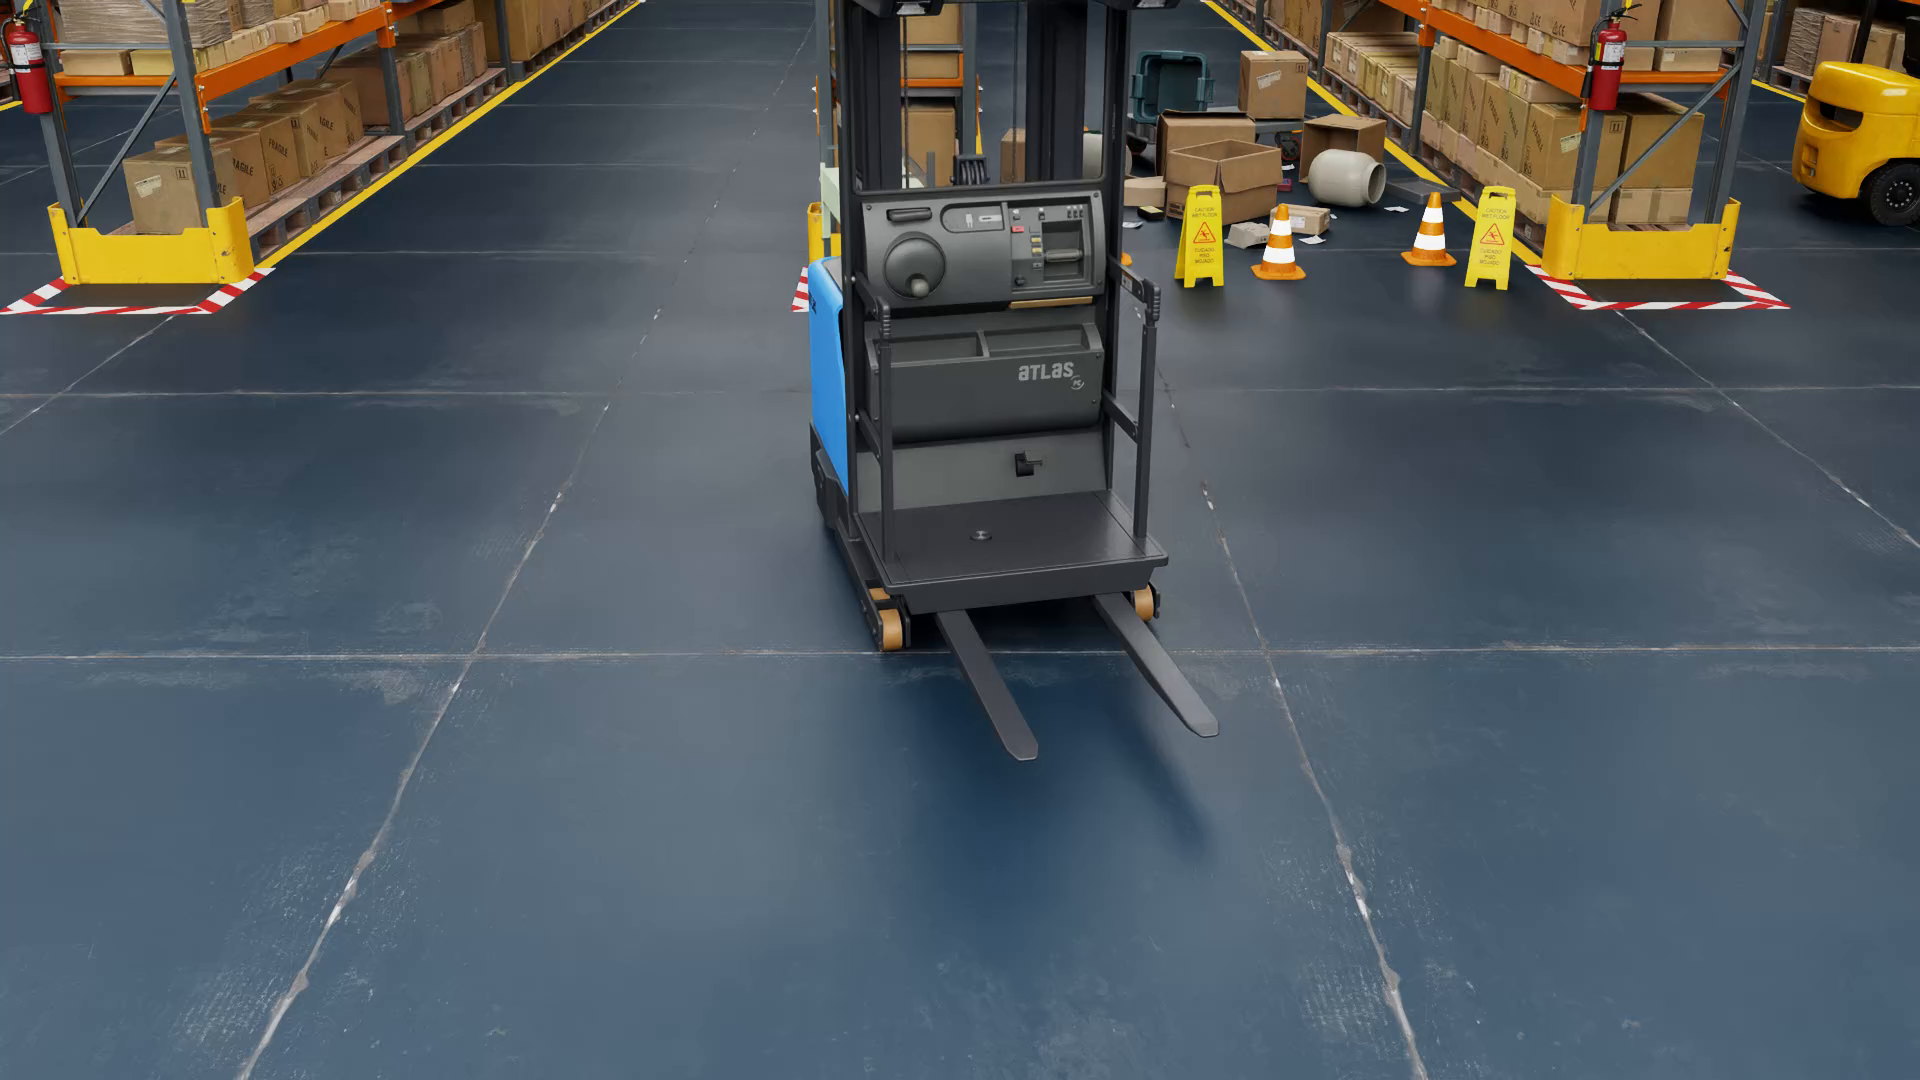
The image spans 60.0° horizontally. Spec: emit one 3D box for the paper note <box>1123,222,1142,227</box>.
[{"bbox_3d":[1.284,-2.364,12.441,0.144,0.017,0.142,8,26,18],"label":"paper note"}]

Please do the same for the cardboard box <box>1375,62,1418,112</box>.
[{"bbox_3d":[4.488,-4.299,15.795,0.950,0.372,0.625,1,24,3],"label":"cardboard box"}]

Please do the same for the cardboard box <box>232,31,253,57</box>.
[{"bbox_3d":[-5.118,-3.413,11.461,0.380,0.149,0.250,0,24,-1],"label":"cardboard box"}]

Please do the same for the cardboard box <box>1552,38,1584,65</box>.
[{"bbox_3d":[4.220,-3.287,11.182,0.380,0.149,0.250,-1,24,-1],"label":"cardboard box"}]

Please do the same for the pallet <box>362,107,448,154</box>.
[{"bbox_3d":[-5.412,-3.798,15.392,1.003,0.211,1.213,0,24,-1],"label":"pallet"}]

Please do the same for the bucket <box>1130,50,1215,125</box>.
[{"bbox_3d":[1.866,-3.884,14.326,0.726,0.611,0.620,8,16,18],"label":"bucket"}]

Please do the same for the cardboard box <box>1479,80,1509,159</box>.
[{"bbox_3d":[4.274,-3.177,12.551,0.500,0.500,0.500,-1,24,-2],"label":"cardboard box"}]

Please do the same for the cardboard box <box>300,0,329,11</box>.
[{"bbox_3d":[-5.382,-4.332,12.705,0.875,0.500,0.500,0,24,-1],"label":"cardboard box"}]

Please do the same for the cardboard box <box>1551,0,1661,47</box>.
[{"bbox_3d":[4.270,-3.548,10.972,0.500,0.500,0.500,-1,24,-1],"label":"cardboard box"}]

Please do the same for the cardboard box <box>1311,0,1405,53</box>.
[{"bbox_3d":[4.539,-5.949,18.833,0.875,0.875,0.875,0,24,-1],"label":"cardboard box"}]

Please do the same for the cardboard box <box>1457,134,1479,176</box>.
[{"bbox_3d":[4.270,-3.048,13.177,0.500,0.250,0.500,-1,24,-1],"label":"cardboard box"}]

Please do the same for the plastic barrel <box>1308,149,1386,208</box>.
[{"bbox_3d":[3.015,-2.815,12.960,0.512,0.421,0.421,19,30,35],"label":"plastic barrel"}]

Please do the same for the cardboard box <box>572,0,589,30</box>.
[{"bbox_3d":[-5.462,-7.004,21.165,1.225,0.875,0.875,0,24,0],"label":"cardboard box"}]

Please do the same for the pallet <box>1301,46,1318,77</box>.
[{"bbox_3d":[4.531,-5.496,19.145,1.003,0.211,1.213,0,24,-1],"label":"pallet"}]

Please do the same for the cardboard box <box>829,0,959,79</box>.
[{"bbox_3d":[-0.447,-3.302,10.728,0.875,0.550,0.550,0,24,-1],"label":"cardboard box"}]

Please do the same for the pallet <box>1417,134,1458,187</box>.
[{"bbox_3d":[4.550,-3.246,14.170,1.003,0.211,1.213,0,24,-1],"label":"pallet"}]

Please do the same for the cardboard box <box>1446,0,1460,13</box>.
[{"bbox_3d":[4.245,-4.443,13.739,0.380,0.149,0.250,0,24,1],"label":"cardboard box"}]

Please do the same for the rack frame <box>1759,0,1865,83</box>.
[{"bbox_3d":[9.427,-6.465,17.904,1.000,3.000,0.127,0,24,-1],"label":"rack frame"}]

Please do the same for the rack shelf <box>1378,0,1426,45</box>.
[{"bbox_3d":[4.486,-5.289,16.177,1.077,0.370,4.000,0,24,-1],"label":"rack shelf"}]

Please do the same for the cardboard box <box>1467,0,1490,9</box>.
[{"bbox_3d":[4.255,-4.377,12.807,0.500,0.500,0.500,0,24,-1],"label":"cardboard box"}]

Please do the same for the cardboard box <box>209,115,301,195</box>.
[{"bbox_3d":[-5.377,-2.914,12.576,0.500,0.500,0.500,2,24,4],"label":"cardboard box"}]

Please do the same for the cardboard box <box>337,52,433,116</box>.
[{"bbox_3d":[-5.373,-4.259,15.527,0.700,0.500,0.500,0,24,-1],"label":"cardboard box"}]

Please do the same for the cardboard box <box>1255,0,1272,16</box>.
[{"bbox_3d":[4.521,-7.372,22.510,0.875,0.438,0.875,-1,24,-1],"label":"cardboard box"}]

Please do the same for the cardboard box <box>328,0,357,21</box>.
[{"bbox_3d":[-5.055,-4.238,13.284,0.380,0.149,0.250,0,24,-1],"label":"cardboard box"}]

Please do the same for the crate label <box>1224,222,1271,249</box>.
[{"bbox_3d":[2.080,-2.190,11.926,0.250,0.136,0.298,-14,28,-28],"label":"crate label"}]

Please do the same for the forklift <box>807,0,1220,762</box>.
[{"bbox_3d":[0.149,-1.083,6.088,1.130,2.935,3.031,-6,25,-12],"label":"forklift"}]

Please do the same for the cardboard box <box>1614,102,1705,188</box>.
[{"bbox_3d":[4.818,-2.768,11.647,0.500,0.500,0.500,-1,24,-2],"label":"cardboard box"}]

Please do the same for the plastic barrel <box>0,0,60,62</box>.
[{"bbox_3d":[-10.421,-5.778,18.510,0.600,0.830,0.708,0,24,-1],"label":"plastic barrel"}]

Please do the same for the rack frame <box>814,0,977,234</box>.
[{"bbox_3d":[-0.397,-3.081,10.421,1.000,3.000,0.127,0,24,-1],"label":"rack frame"}]

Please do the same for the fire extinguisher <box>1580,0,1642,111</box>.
[{"bbox_3d":[4.092,-3.060,10.469,0.296,0.674,0.183,0,24,-1],"label":"fire extinguisher"}]

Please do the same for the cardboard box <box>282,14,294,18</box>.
[{"bbox_3d":[-5.178,-3.825,12.372,0.380,0.149,0.250,0,24,-1],"label":"cardboard box"}]

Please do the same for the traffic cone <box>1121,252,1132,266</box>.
[{"bbox_3d":[1.017,-2.150,11.442,0.336,0.463,0.334,0,24,-1],"label":"traffic cone"}]

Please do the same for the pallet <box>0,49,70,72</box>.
[{"bbox_3d":[-10.448,-5.428,18.996,1.003,0.211,1.213,0,24,-1],"label":"pallet"}]

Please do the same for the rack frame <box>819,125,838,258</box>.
[{"bbox_3d":[-0.483,-1.336,8.384,0.400,1.500,0.023,-6,25,-12],"label":"rack frame"}]

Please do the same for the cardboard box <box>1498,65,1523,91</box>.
[{"bbox_3d":[4.210,-3.412,12.285,0.380,0.149,0.250,1,24,2],"label":"cardboard box"}]

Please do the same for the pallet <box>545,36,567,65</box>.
[{"bbox_3d":[-5.389,-5.952,20.155,1.003,0.211,1.213,0,24,-1],"label":"pallet"}]

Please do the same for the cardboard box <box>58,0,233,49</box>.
[{"bbox_3d":[-5.337,-3.508,10.883,0.875,0.500,0.500,0,24,-1],"label":"cardboard box"}]

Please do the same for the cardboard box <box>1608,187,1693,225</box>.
[{"bbox_3d":[4.819,-2.417,11.780,0.500,0.250,0.500,0,24,-1],"label":"cardboard box"}]

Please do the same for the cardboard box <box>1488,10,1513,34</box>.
[{"bbox_3d":[4.226,-3.916,12.573,0.380,0.149,0.250,0,24,-1],"label":"cardboard box"}]

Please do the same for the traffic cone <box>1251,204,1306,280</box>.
[{"bbox_3d":[2.150,-2.015,11.143,0.336,0.463,0.334,0,24,-1],"label":"traffic cone"}]

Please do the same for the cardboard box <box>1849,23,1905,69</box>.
[{"bbox_3d":[9.443,-4.770,16.530,0.875,0.625,0.625,-1,24,-3],"label":"cardboard box"}]

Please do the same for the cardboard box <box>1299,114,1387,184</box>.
[{"bbox_3d":[3.159,-3.207,13.732,0.500,0.500,0.500,19,30,35],"label":"cardboard box"}]

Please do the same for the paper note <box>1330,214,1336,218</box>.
[{"bbox_3d":[2.853,-2.475,12.711,0.032,0.001,0.123,0,24,-1],"label":"paper note"}]

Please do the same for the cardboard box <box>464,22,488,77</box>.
[{"bbox_3d":[-5.418,-5.182,17.567,0.700,0.500,0.500,-2,24,-3],"label":"cardboard box"}]

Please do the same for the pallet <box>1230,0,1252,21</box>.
[{"bbox_3d":[4.474,-7.636,23.878,1.003,0.211,1.213,0,24,-1],"label":"pallet"}]

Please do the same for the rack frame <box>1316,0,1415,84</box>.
[{"bbox_3d":[4.464,-6.441,17.851,1.000,3.000,0.127,0,24,-1],"label":"rack frame"}]

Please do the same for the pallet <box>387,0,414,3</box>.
[{"bbox_3d":[-5.265,-4.976,14.846,1.003,0.211,1.213,0,24,-1],"label":"pallet"}]

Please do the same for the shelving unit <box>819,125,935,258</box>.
[{"bbox_3d":[-0.397,-1.190,8.060,0.431,1.500,0.755,-6,25,-12],"label":"shelving unit"}]
